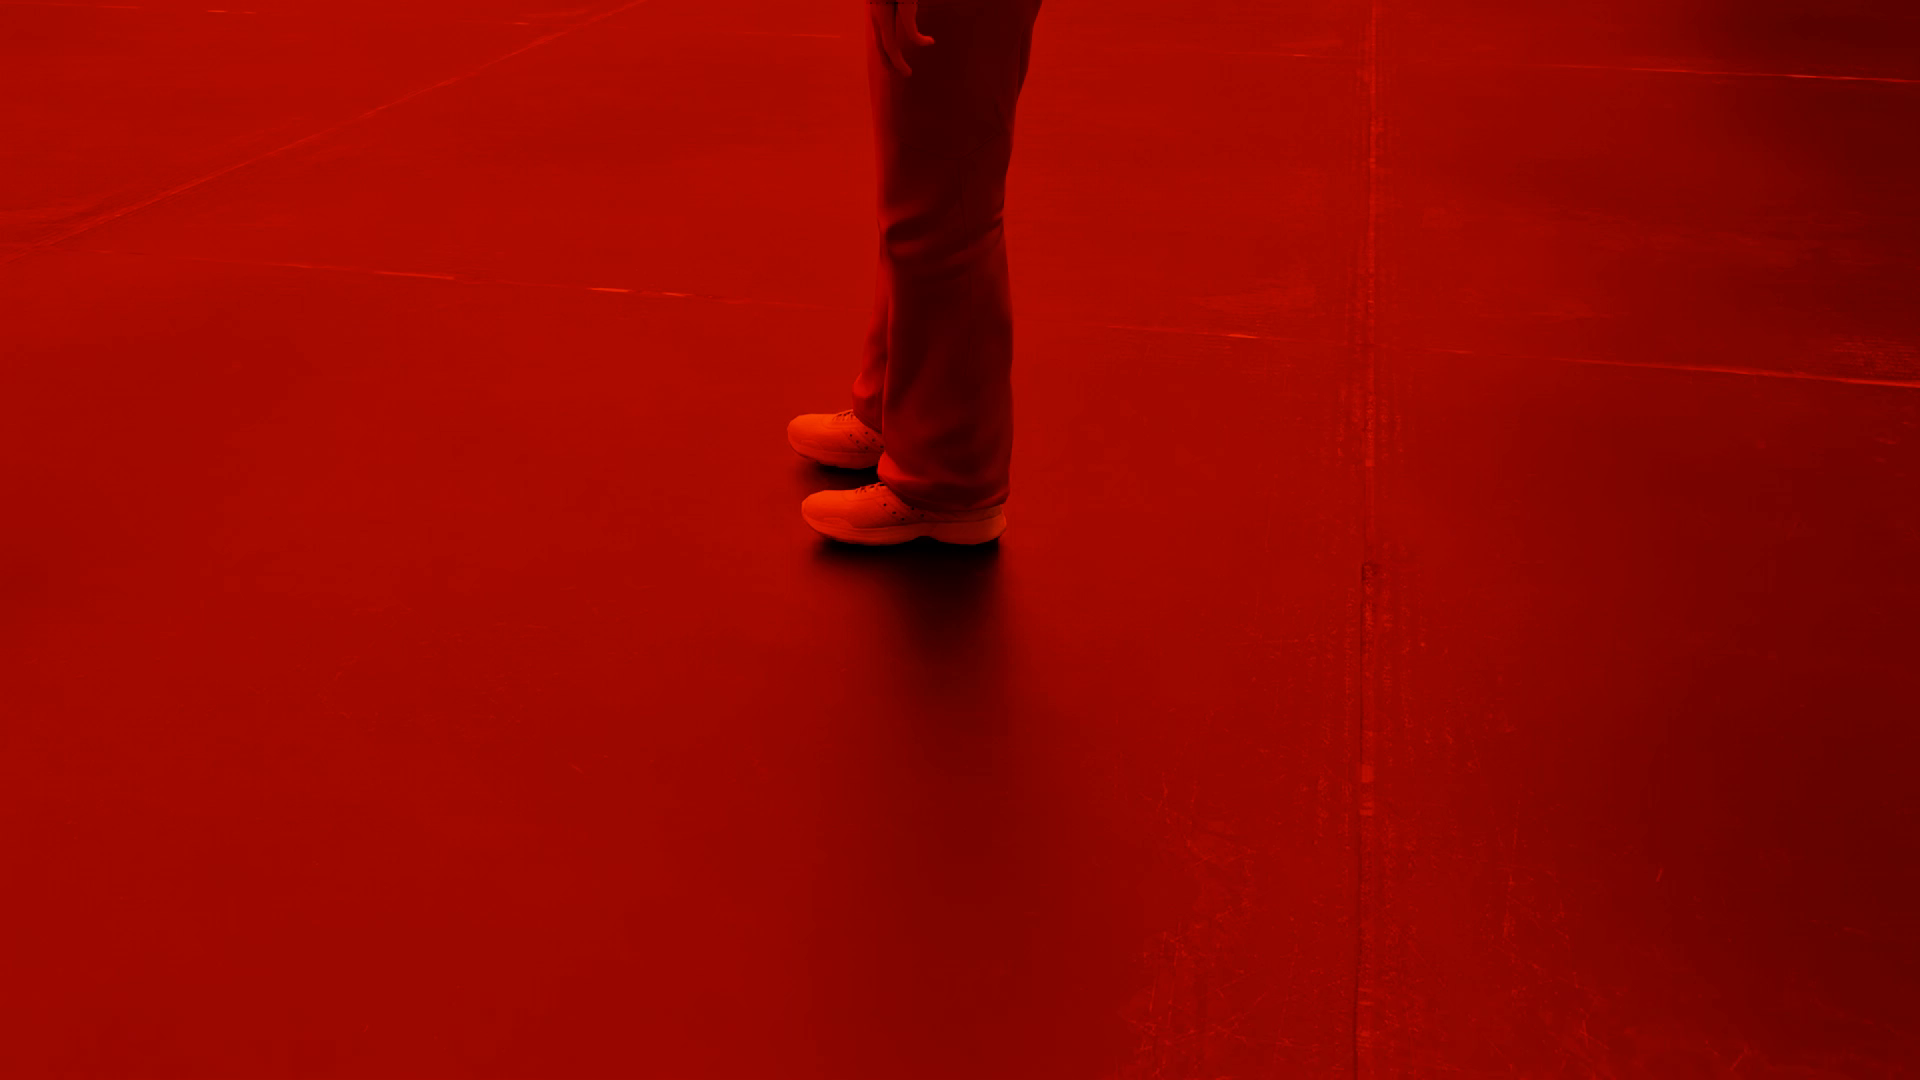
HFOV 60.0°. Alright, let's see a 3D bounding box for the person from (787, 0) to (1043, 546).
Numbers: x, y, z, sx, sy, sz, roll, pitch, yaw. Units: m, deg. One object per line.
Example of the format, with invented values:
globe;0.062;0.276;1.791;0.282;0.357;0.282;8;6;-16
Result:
person;-0.069;-0.766;2.143;0.549;1.674;0.555;6;27;11
